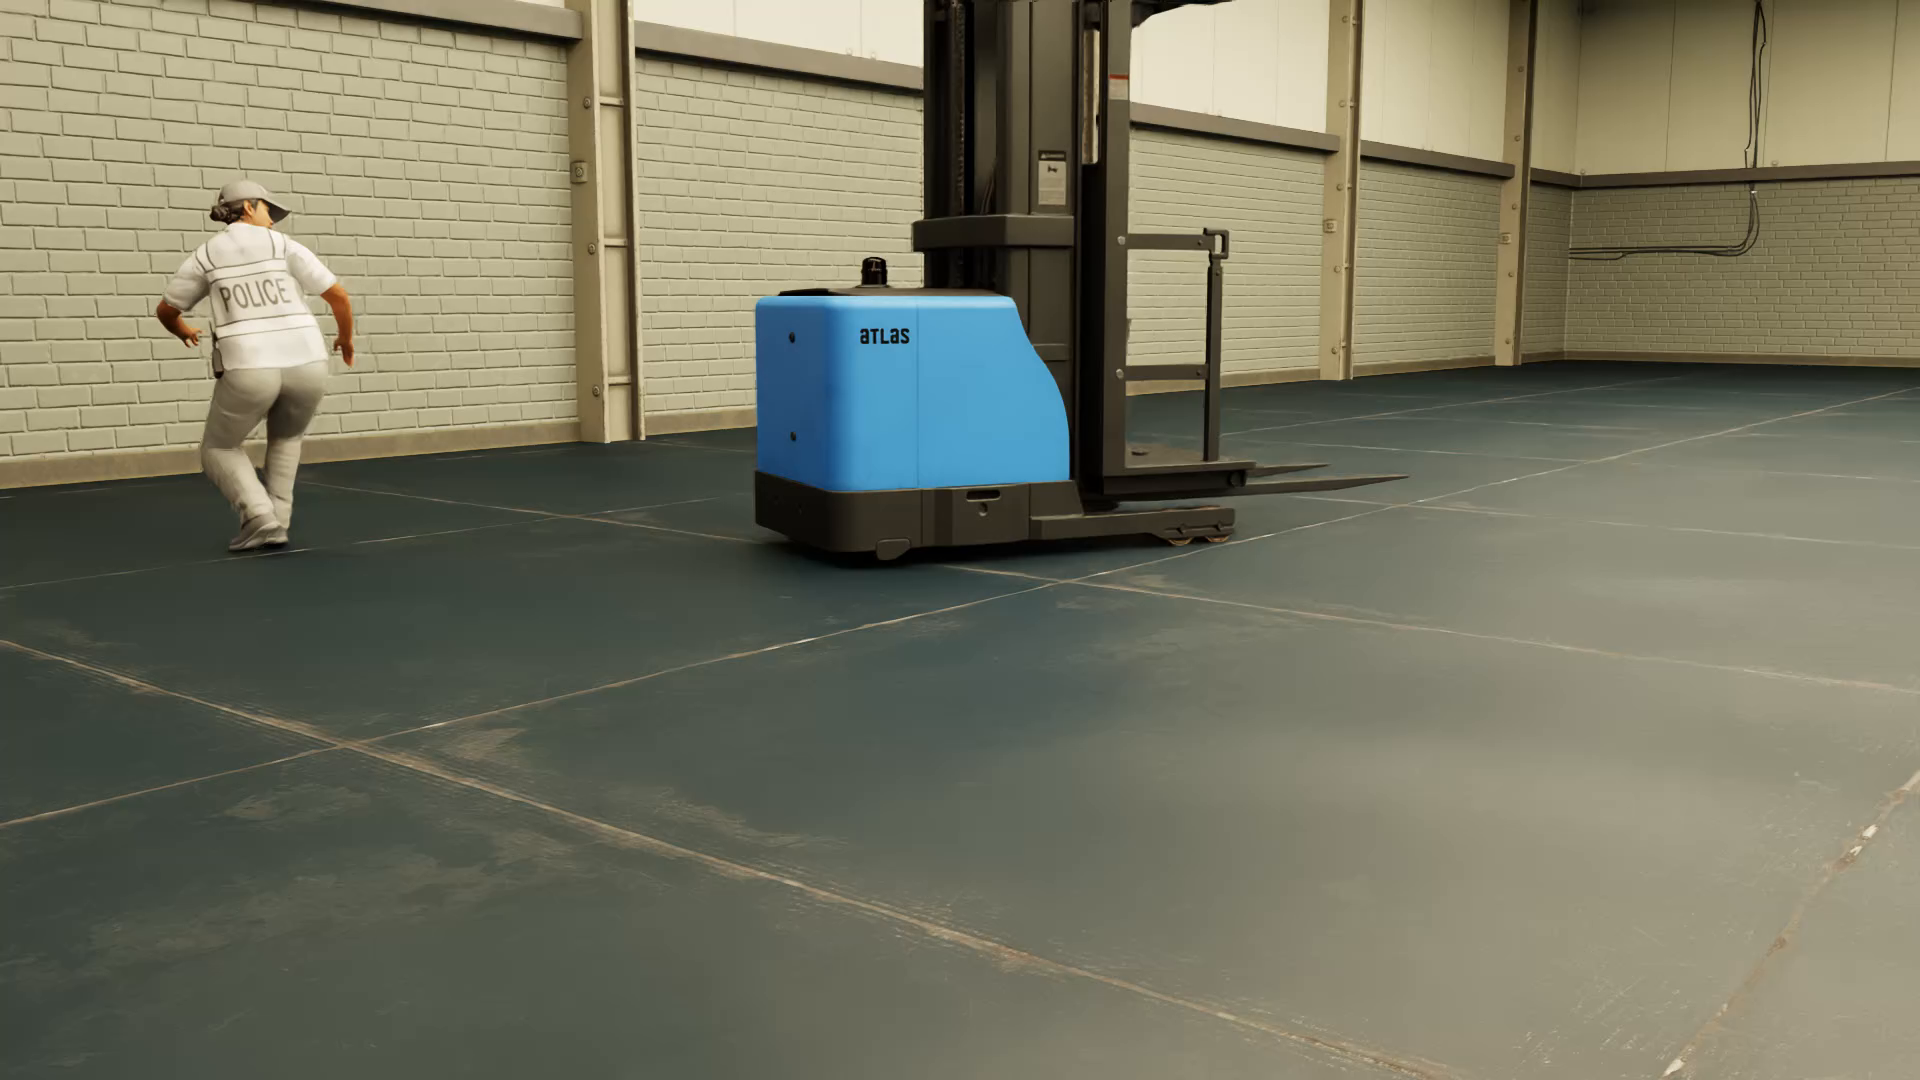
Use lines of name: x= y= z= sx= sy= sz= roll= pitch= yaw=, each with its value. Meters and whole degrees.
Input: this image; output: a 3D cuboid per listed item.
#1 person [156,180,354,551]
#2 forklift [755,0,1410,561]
person: x=-2.974 y=-0.738 z=7.086 sx=0.779 sy=1.554 sz=0.743 roll=-5 pitch=10 yaw=-33
forklift: x=0.648 y=-1.487 z=7.444 sx=3.031 sy=2.935 sz=1.130 roll=-4 pitch=9 yaw=-25
